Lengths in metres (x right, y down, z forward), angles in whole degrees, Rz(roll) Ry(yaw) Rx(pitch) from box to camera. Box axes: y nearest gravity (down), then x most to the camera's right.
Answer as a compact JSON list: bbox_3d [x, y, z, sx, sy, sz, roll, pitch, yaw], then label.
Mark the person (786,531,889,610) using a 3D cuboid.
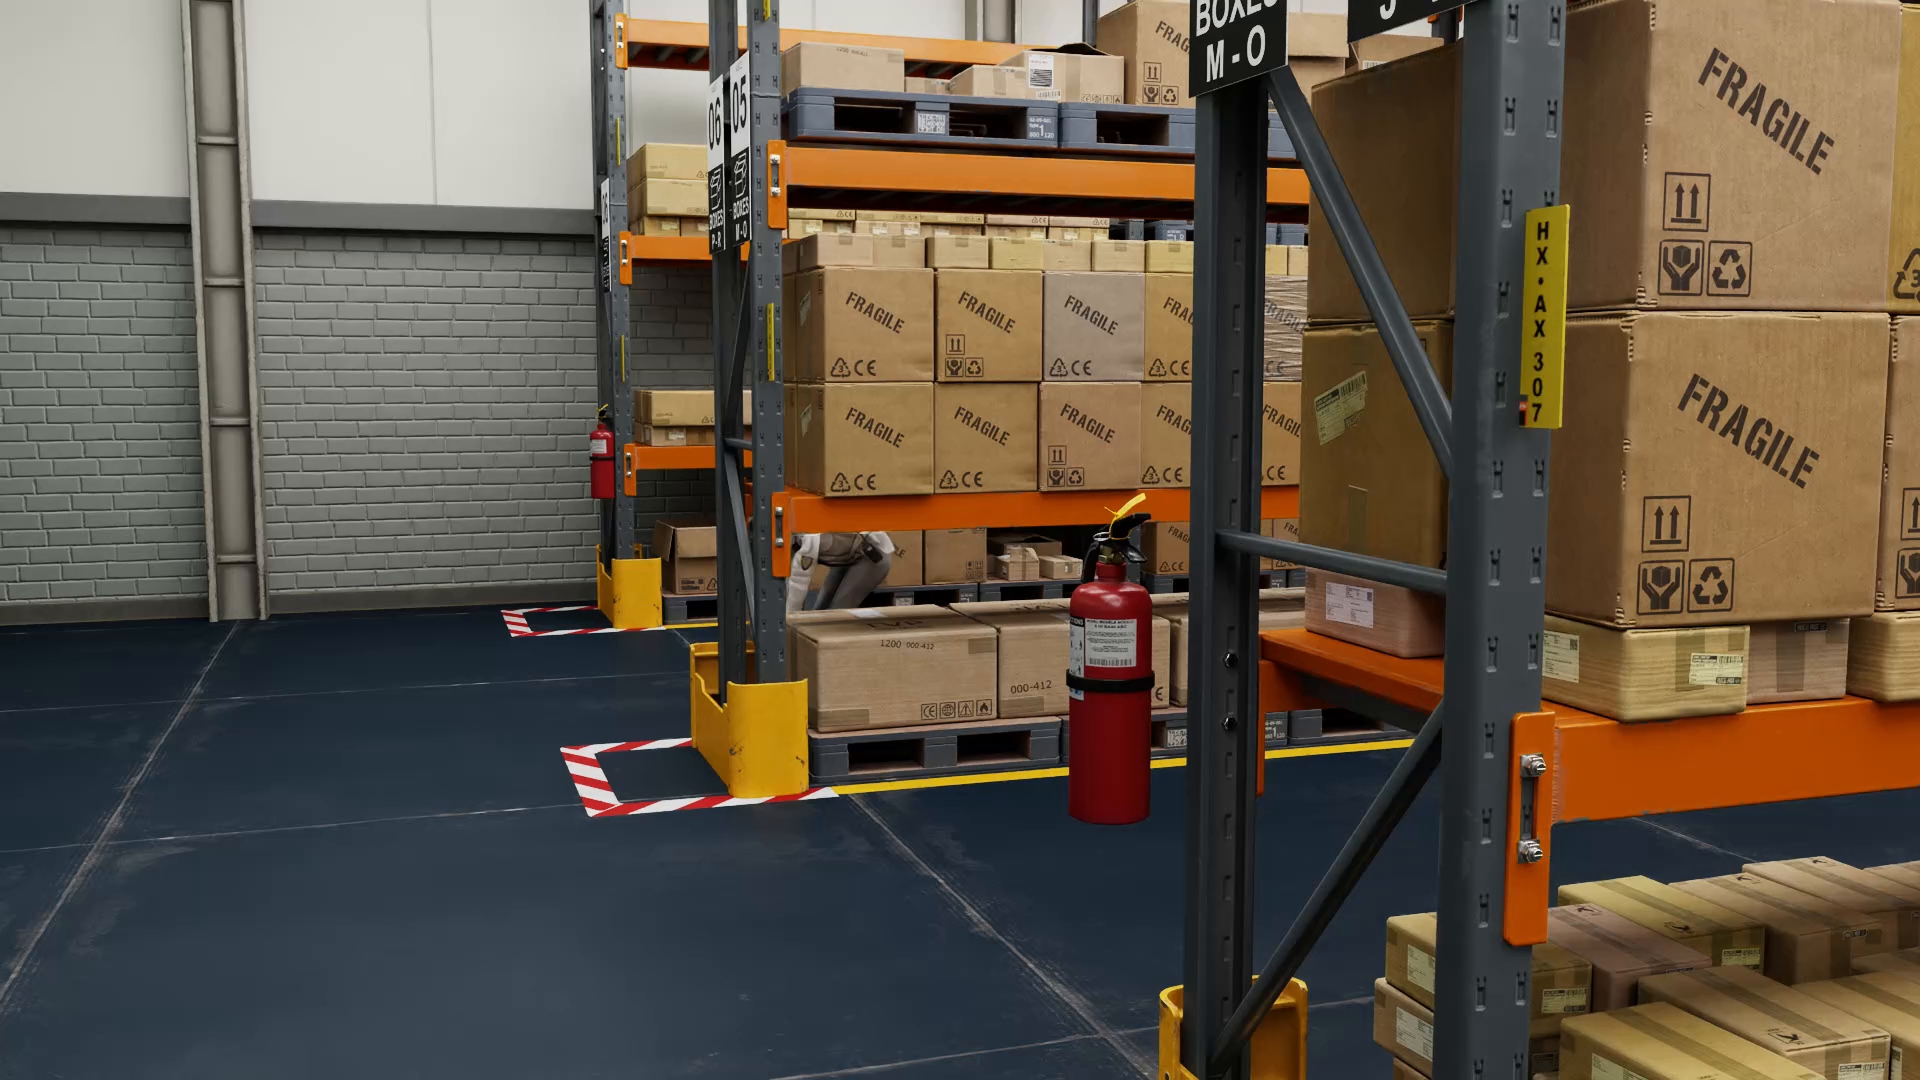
[{"bbox_3d":[-0.782,0.164,9.434,0.747,1.475,0.417,-2,6,-22],"label":"person"}]
